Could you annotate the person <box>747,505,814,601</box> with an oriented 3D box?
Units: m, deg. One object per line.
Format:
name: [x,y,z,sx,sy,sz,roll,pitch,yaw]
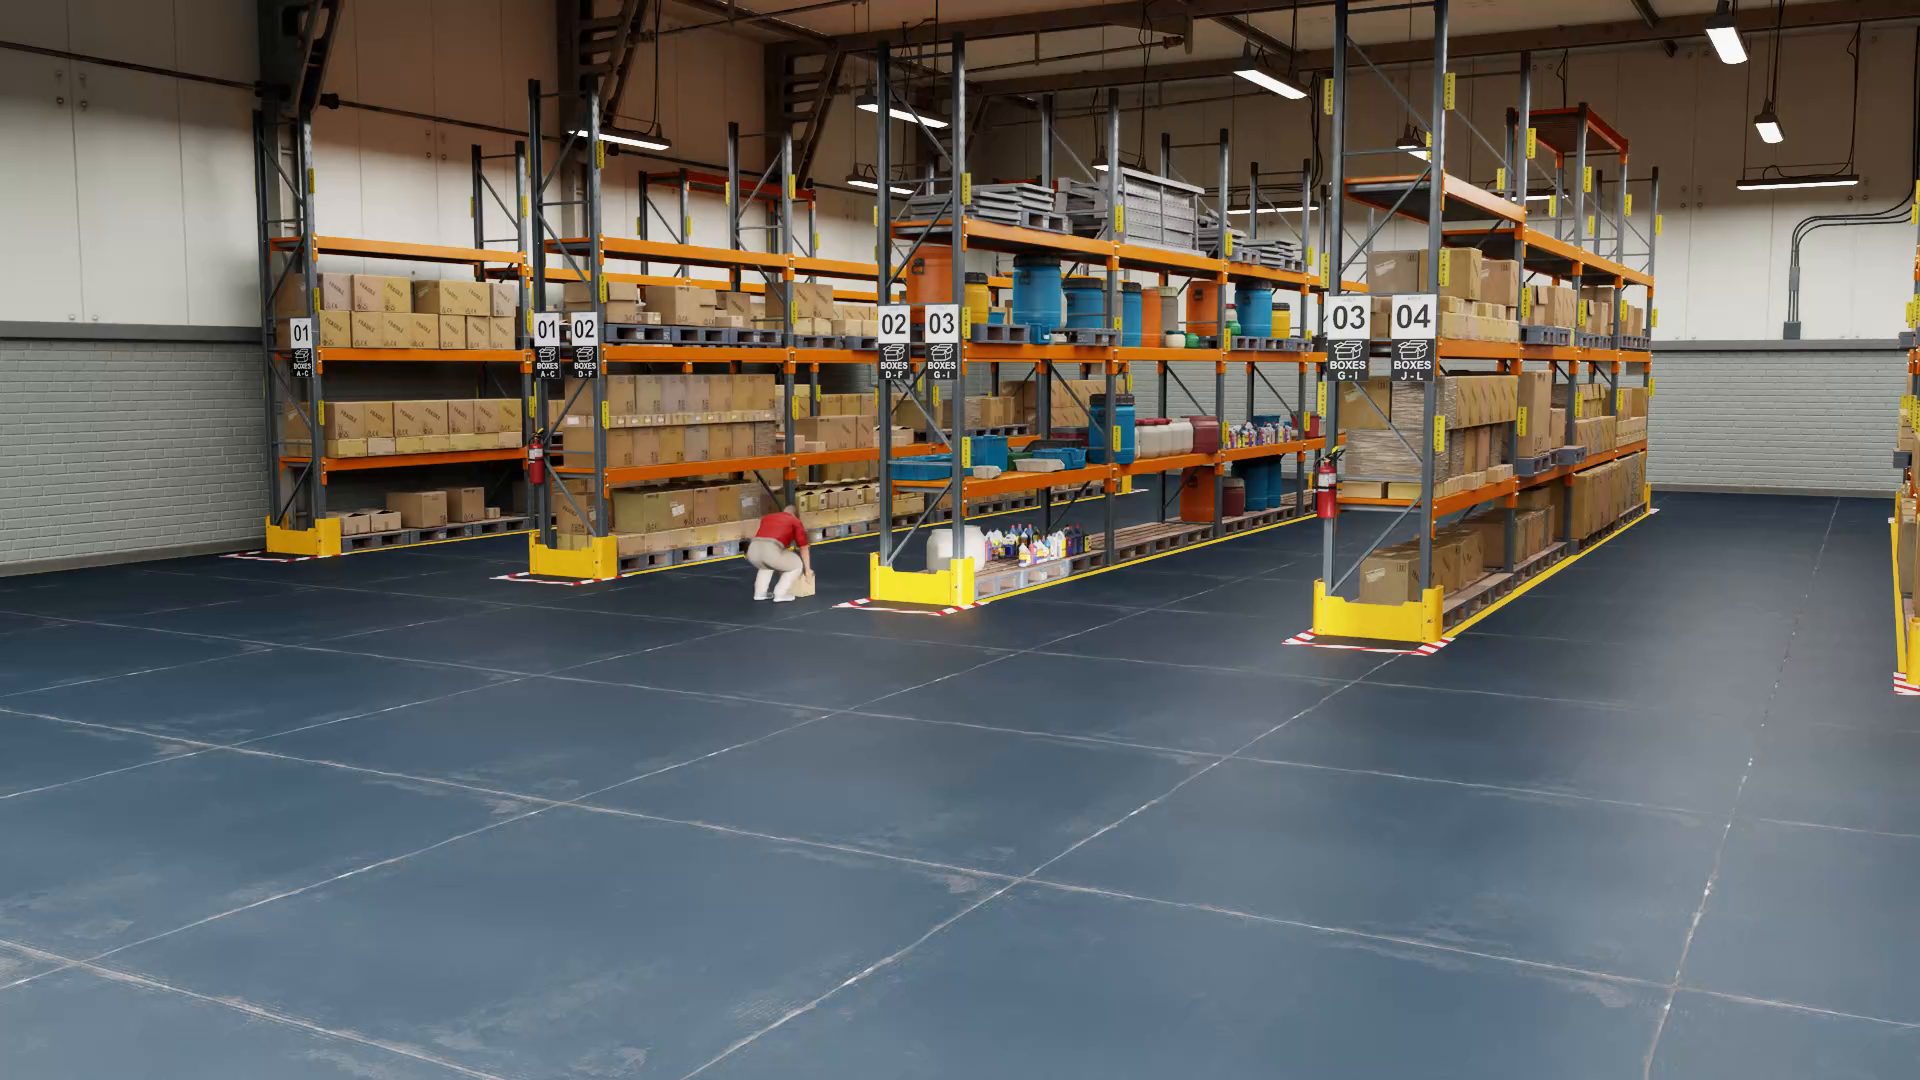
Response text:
person: [-2.015,0.151,18.313,0.570,1.002,0.865,3,7,28]
